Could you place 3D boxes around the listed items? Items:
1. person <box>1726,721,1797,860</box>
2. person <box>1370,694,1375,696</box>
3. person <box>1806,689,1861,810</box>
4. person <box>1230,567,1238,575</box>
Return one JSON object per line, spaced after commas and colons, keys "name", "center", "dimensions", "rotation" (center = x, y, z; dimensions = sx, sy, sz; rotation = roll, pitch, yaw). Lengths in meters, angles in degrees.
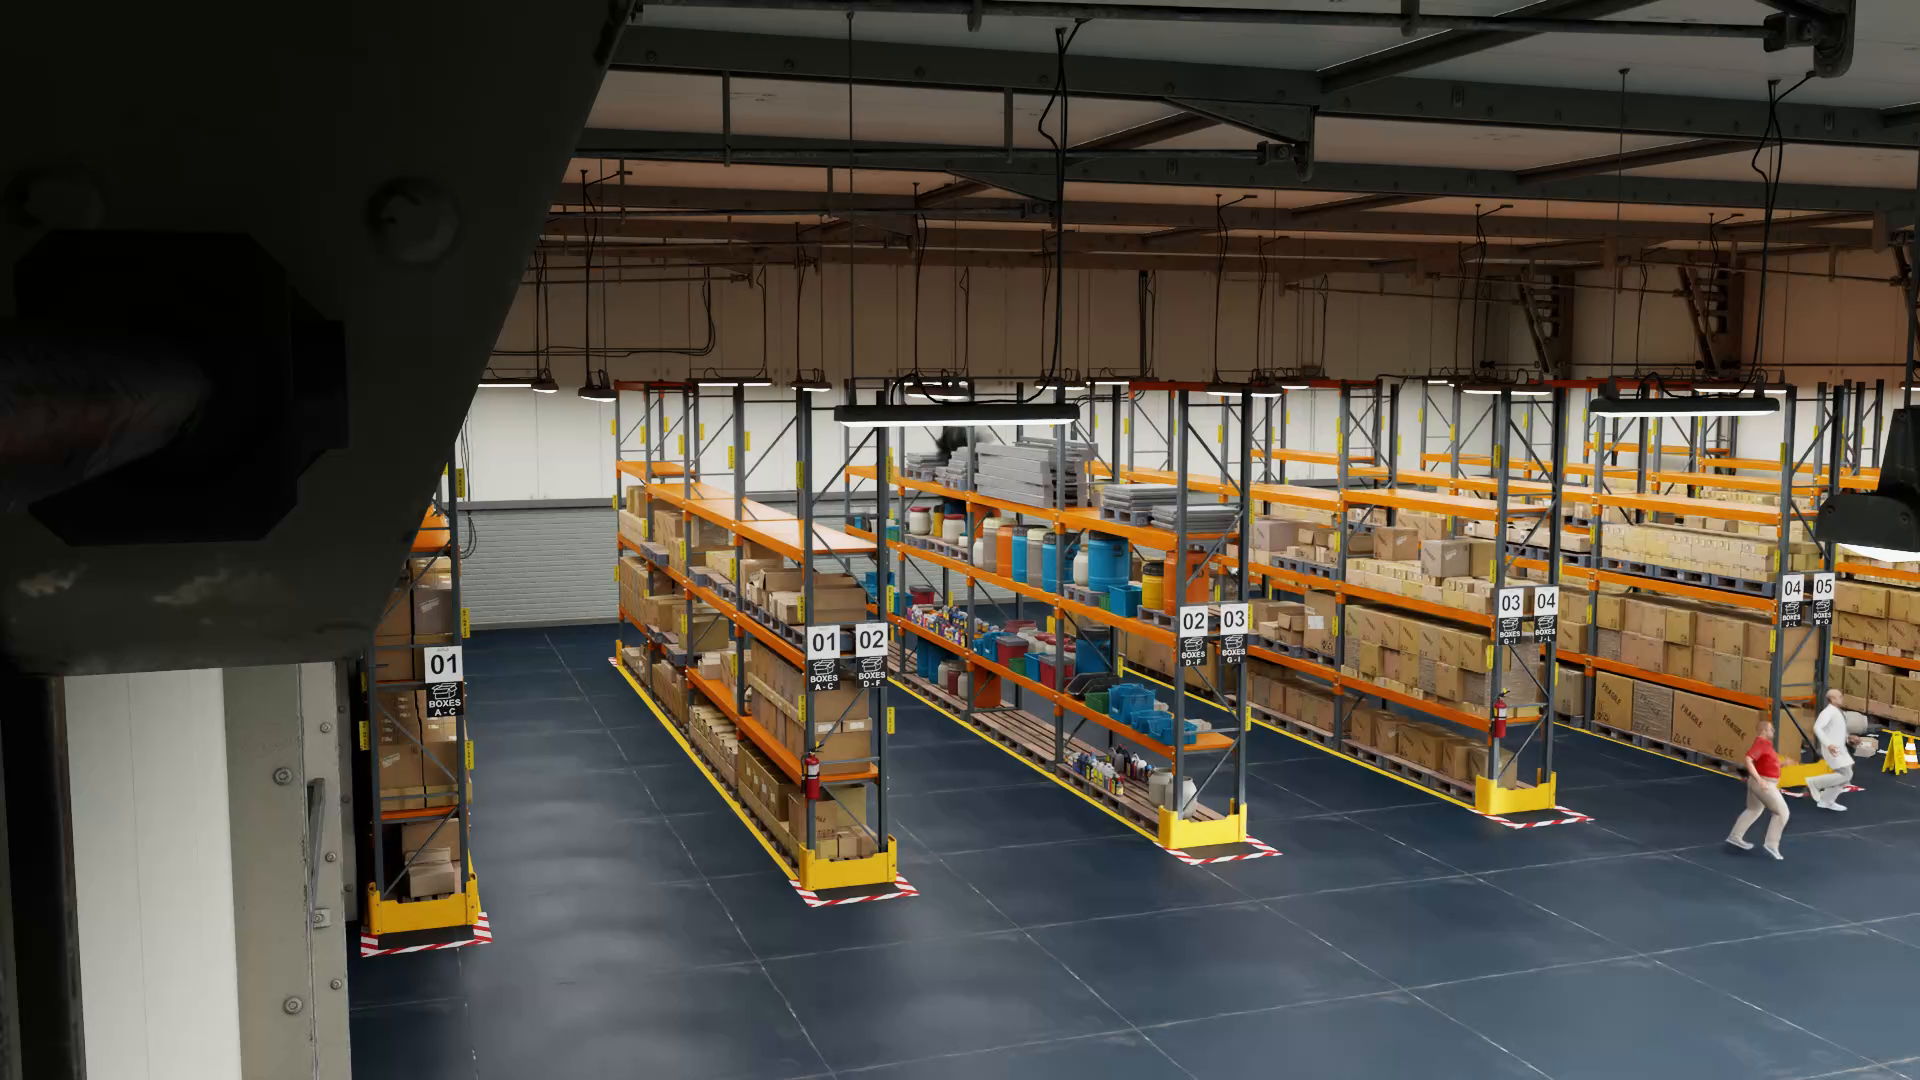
{"name": "person", "center": [10.348, 3.225, 21.433], "dimensions": [0.776, 1.798, 0.633], "rotation": [1, 6, 13]}
{"name": "person", "center": [7.957, 2.060, 32.105], "dimensions": [0.639, 1.845, 0.783], "rotation": [-3, 7, -25]}
{"name": "person", "center": [12.429, 2.981, 23.647], "dimensions": [0.637, 1.733, 0.717], "rotation": [5, 8, 37]}
{"name": "person", "center": [6.830, 1.186, 41.062], "dimensions": [0.509, 1.635, 0.663], "rotation": [-3, 7, -28]}
